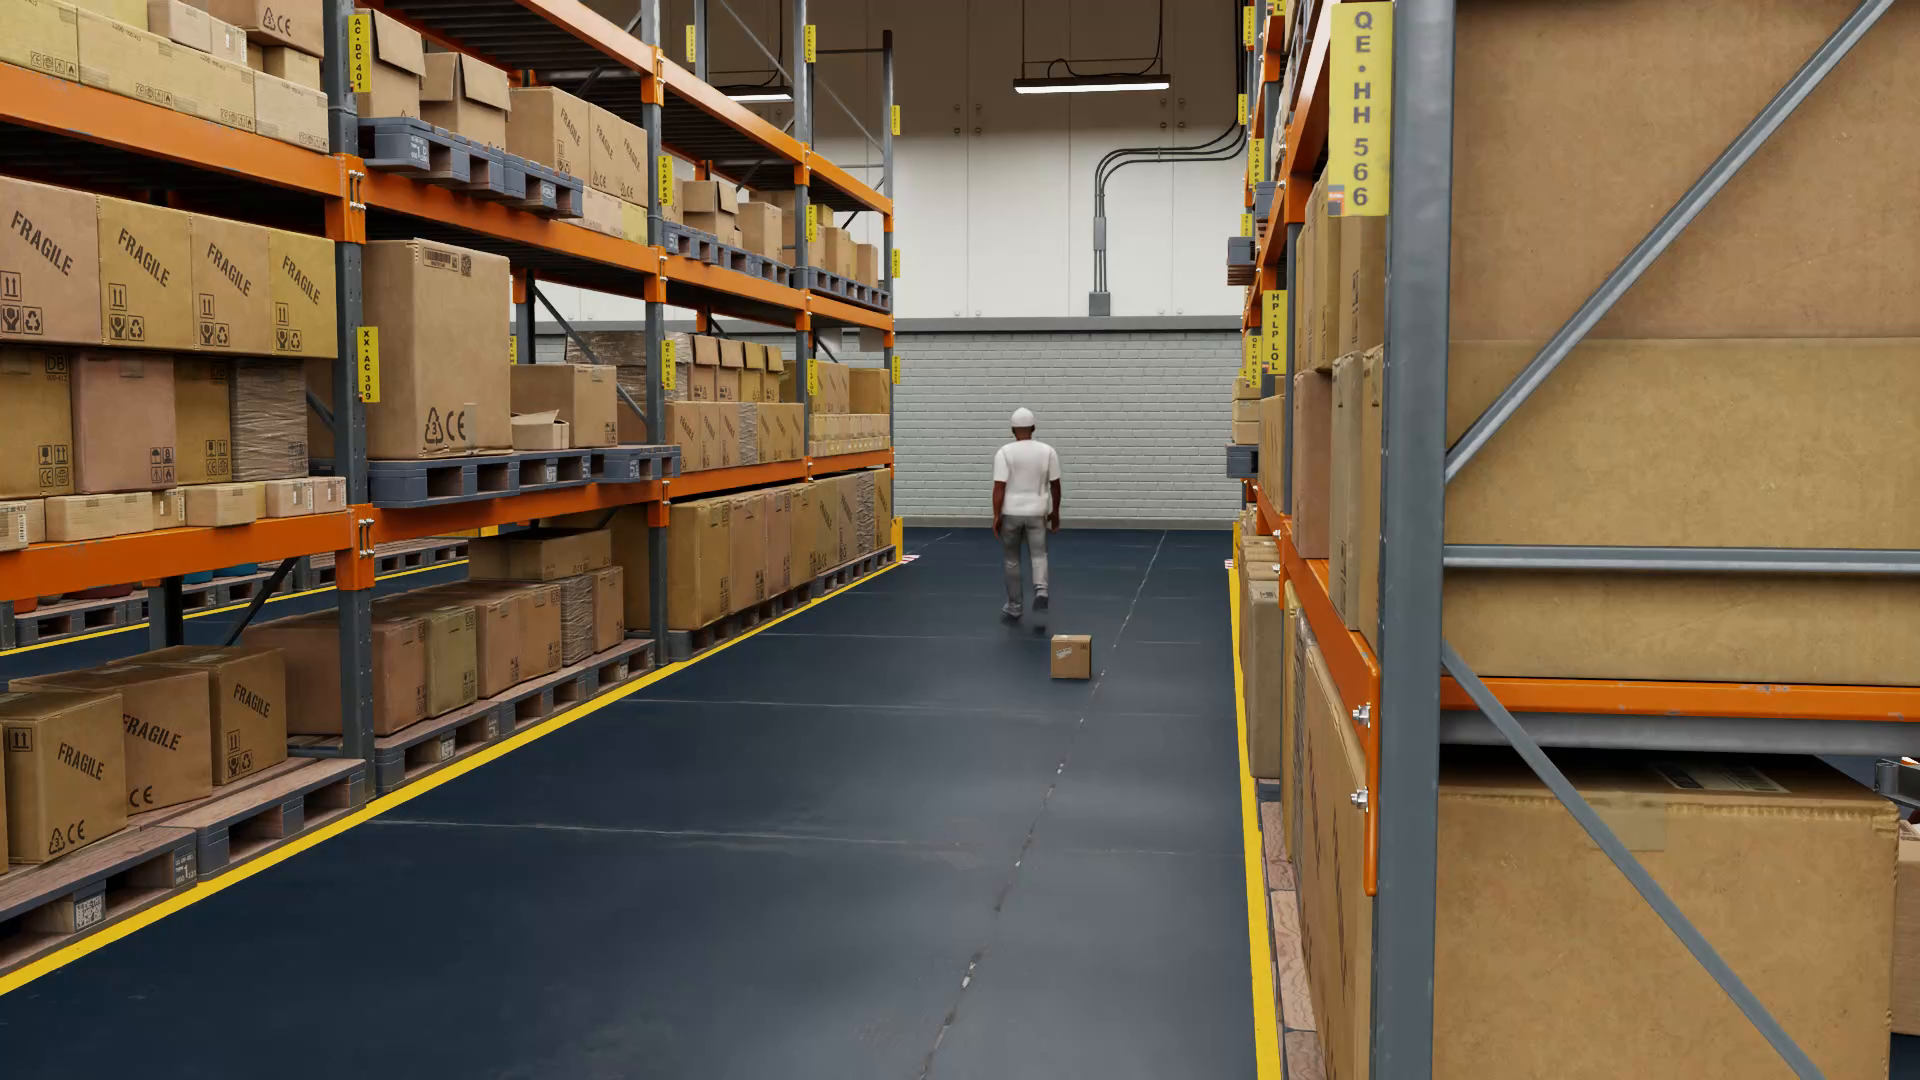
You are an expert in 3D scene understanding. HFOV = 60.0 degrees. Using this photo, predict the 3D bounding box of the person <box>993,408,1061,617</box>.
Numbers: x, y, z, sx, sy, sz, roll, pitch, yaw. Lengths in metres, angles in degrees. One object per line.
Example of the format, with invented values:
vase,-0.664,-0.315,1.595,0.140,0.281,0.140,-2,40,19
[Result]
person,0.550,-0.216,13.698,0.580,1.740,0.879,0,4,-6
